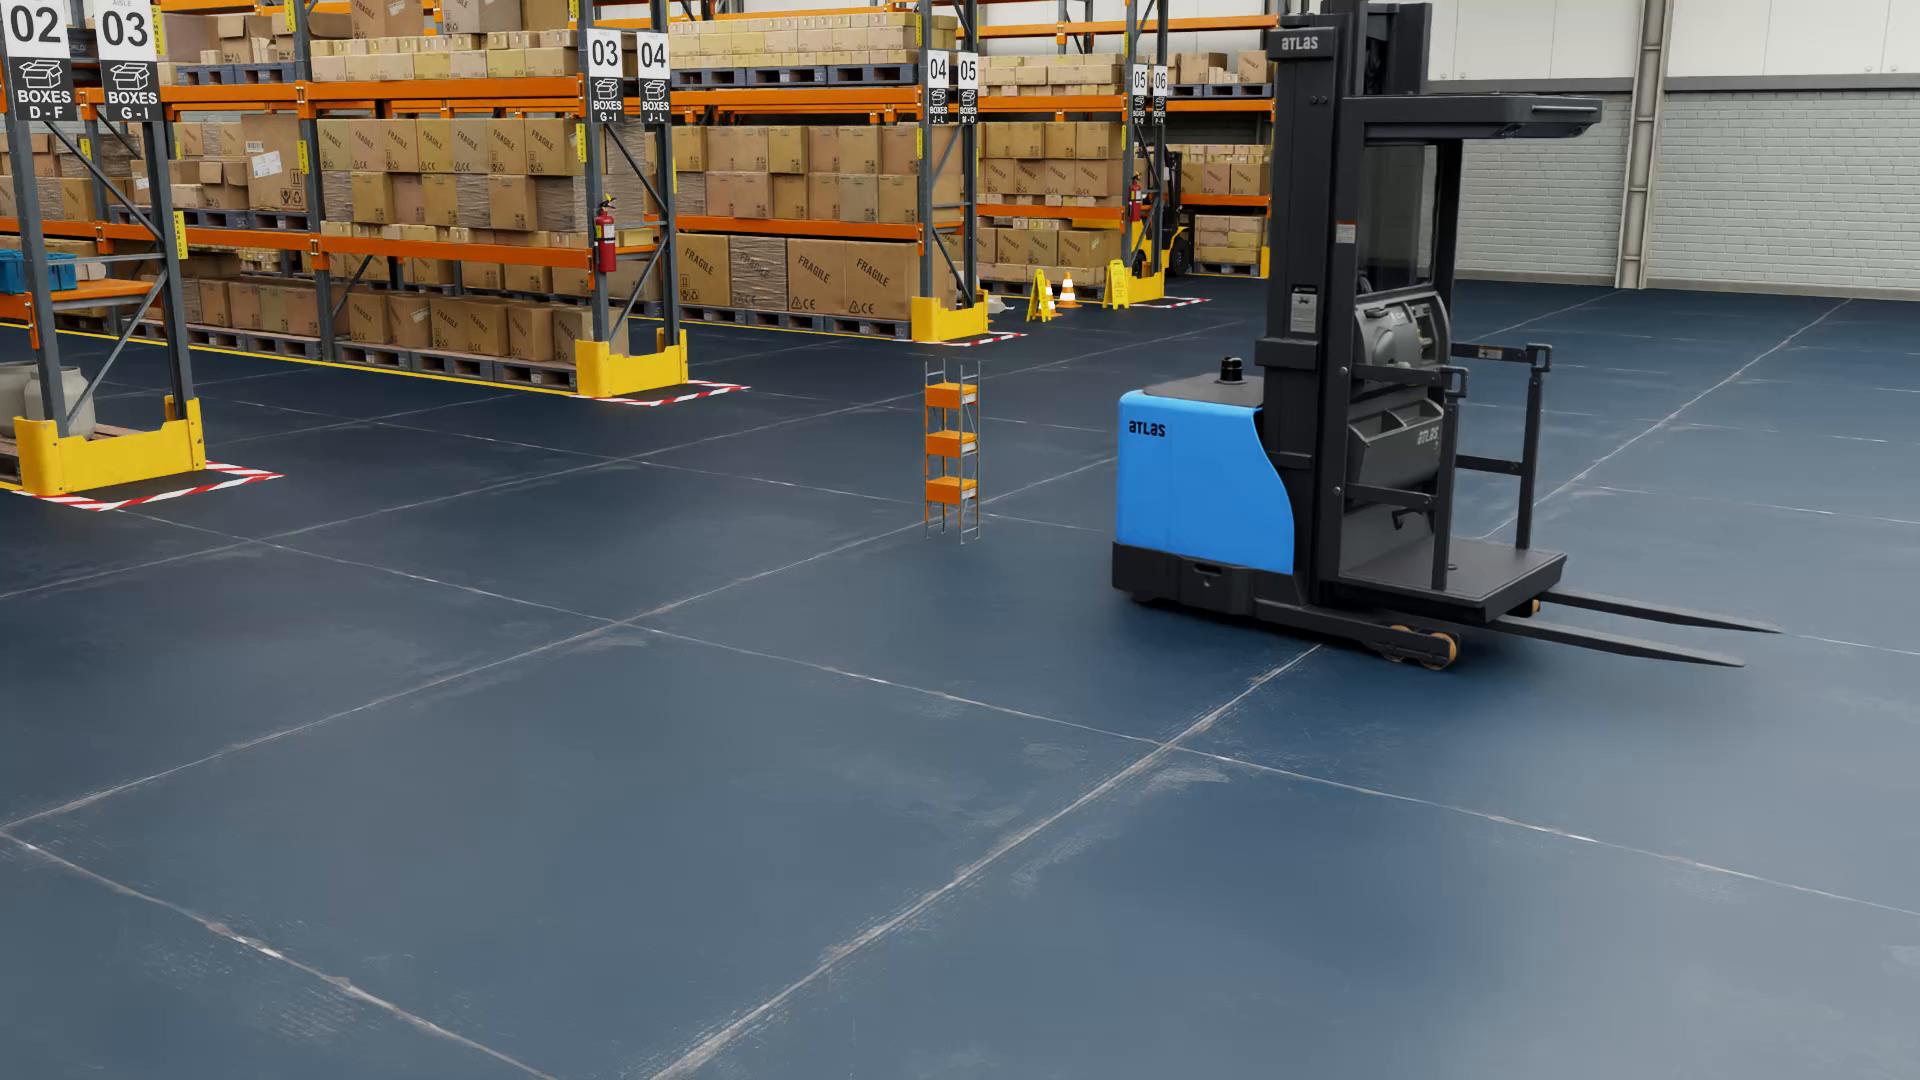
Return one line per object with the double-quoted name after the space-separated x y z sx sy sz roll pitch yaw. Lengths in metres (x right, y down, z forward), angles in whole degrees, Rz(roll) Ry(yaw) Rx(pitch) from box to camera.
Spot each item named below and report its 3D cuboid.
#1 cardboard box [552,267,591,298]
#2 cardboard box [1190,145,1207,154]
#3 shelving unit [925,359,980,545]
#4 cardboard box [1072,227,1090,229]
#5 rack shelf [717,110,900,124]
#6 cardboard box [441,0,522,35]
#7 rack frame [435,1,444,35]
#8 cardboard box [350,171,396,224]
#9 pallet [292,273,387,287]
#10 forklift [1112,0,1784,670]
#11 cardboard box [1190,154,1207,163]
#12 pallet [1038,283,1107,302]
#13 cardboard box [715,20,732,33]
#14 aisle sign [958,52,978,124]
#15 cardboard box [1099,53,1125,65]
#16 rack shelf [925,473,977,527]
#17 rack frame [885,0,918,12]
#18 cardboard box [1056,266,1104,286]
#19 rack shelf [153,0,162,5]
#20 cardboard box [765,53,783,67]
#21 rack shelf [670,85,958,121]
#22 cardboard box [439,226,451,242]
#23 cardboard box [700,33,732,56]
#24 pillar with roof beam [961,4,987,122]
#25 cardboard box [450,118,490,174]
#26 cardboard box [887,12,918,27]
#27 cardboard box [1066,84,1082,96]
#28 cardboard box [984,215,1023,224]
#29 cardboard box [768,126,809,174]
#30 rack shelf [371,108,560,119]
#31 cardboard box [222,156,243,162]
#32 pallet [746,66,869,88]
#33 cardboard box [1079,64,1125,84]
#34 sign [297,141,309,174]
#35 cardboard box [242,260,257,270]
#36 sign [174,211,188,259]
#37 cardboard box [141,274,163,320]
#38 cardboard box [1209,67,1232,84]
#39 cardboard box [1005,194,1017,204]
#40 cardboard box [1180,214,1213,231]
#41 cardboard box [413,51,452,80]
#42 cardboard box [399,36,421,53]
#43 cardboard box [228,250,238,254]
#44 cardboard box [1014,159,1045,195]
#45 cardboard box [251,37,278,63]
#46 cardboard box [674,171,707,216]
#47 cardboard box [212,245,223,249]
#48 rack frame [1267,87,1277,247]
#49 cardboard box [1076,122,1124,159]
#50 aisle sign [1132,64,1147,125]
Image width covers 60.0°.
-4.815 -3.684 22.271 0.750 0.750 1.050 9 17 33 "cardboard box"
4.001 -6.462 27.510 0.250 0.149 0.380 10 17 34 "cardboard box"
-0.044 -0.517 9.726 0.252 1.050 0.215 9 17 33 "shelving unit"
1.575 -4.310 24.278 0.500 0.500 0.500 8 16 31 "cardboard box"
-2.984 -8.279 32.280 4.000 0.370 1.077 9 17 33 "rack shelf"
-4.412 -4.914 15.322 0.500 0.500 0.500 9 17 33 "cardboard box"
-6.770 -7.825 22.707 0.127 3.000 1.000 9 17 33 "rack frame"
-5.569 -3.447 16.680 0.500 0.500 0.875 9 17 33 "cardboard box"
-9.443 -3.992 25.510 1.213 0.211 1.003 9 17 33 "pallet"
2.244 -0.982 7.692 3.031 2.935 1.130 11 18 38 "forklift"
4.013 -6.322 27.563 0.250 0.149 0.380 9 16 31 "cardboard box"
1.829 -3.613 23.981 1.213 0.211 1.003 9 17 33 "pallet"
-2.706 -6.132 19.890 0.250 0.149 0.380 9 16 32 "cardboard box"
0.094 -5.153 18.985 0.004 0.787 0.394 9 17 33 "aisle sign"
2.101 -6.548 22.655 0.250 0.149 0.380 9 17 33 "cardboard box"
-0.044 -0.237 9.795 0.240 0.259 0.215 9 17 33 "rack shelf"
-0.773 -8.289 24.582 0.127 3.000 1.000 9 17 33 "rack frame"
1.706 -3.768 23.650 0.500 0.250 0.500 9 17 33 "cardboard box"
-7.963 -6.038 17.818 4.000 0.370 1.077 9 17 33 "rack shelf"
-2.077 -5.643 19.574 0.250 0.149 0.380 9 17 34 "cardboard box"
-1.792 -5.215 19.904 4.000 0.370 1.077 9 17 33 "rack shelf"
-4.808 -2.968 16.092 0.250 0.149 0.380 9 17 33 "cardboard box"
-2.782 -5.968 20.058 0.500 0.250 0.500 9 17 32 "cardboard box"
-2.142 -8.962 27.301 0.400 9.000 9.100 9 17 33 "pillar with roof beam"
-4.410 -3.701 15.624 0.500 0.500 0.500 9 17 33 "cardboard box"
-0.601 -5.791 18.515 0.250 0.149 0.380 9 17 33 "cardboard box"
1.668 -6.236 23.054 0.250 0.149 0.380 10 17 34 "cardboard box"
0.916 -5.592 30.238 0.625 0.625 0.875 9 17 32 "cardboard box"
-1.828 -4.697 19.998 0.500 0.550 0.875 9 17 33 "cardboard box"
-9.070 -7.825 30.447 4.000 0.370 1.077 9 17 33 "rack shelf"
-11.079 -5.721 25.864 0.500 0.500 0.500 9 16 31 "cardboard box"
-1.770 -5.514 19.798 1.213 0.211 1.003 9 17 33 "pallet"
1.971 -6.383 22.818 0.500 0.250 0.500 9 16 32 "cardboard box"
-6.610 -3.852 16.733 0.005 0.325 0.100 9 17 33 "sign"
-11.029 -4.328 26.125 0.250 0.149 0.380 9 16 31 "cardboard box"
-5.438 -2.121 11.572 0.005 0.325 0.100 9 17 33 "sign"
-9.055 -2.852 19.389 0.500 0.500 0.700 8 16 30 "cardboard box"
4.246 -7.559 27.071 0.258 0.266 0.396 9 17 33 "cardboard box"
0.859 -4.935 24.040 0.250 0.149 0.380 9 17 33 "cardboard box"
3.906 -5.318 27.831 0.500 0.250 0.500 9 17 34 "cardboard box"
-4.783 -4.465 15.689 0.500 0.250 0.500 9 16 32 "cardboard box"
-5.103 -4.706 15.830 0.250 0.149 0.380 9 16 32 "cardboard box"
-11.368 -4.543 26.371 0.250 0.149 0.380 10 17 34 "cardboard box"
1.116 -5.187 23.709 0.500 0.500 0.500 9 17 33 "cardboard box"
-7.139 -5.102 17.355 0.258 0.266 0.396 10 17 35 "cardboard box"
-3.139 -4.402 21.053 0.550 0.550 0.875 9 17 33 "cardboard box"
-11.653 -4.714 26.446 0.250 0.149 0.380 9 16 31 "cardboard box"
5.314 -5.831 27.136 0.127 3.000 1.000 9 17 33 "rack frame"
2.001 -5.544 23.069 0.500 0.500 0.700 9 16 31 "cardboard box"
2.436 -6.037 22.556 0.004 0.787 0.394 9 17 33 "aisle sign"
